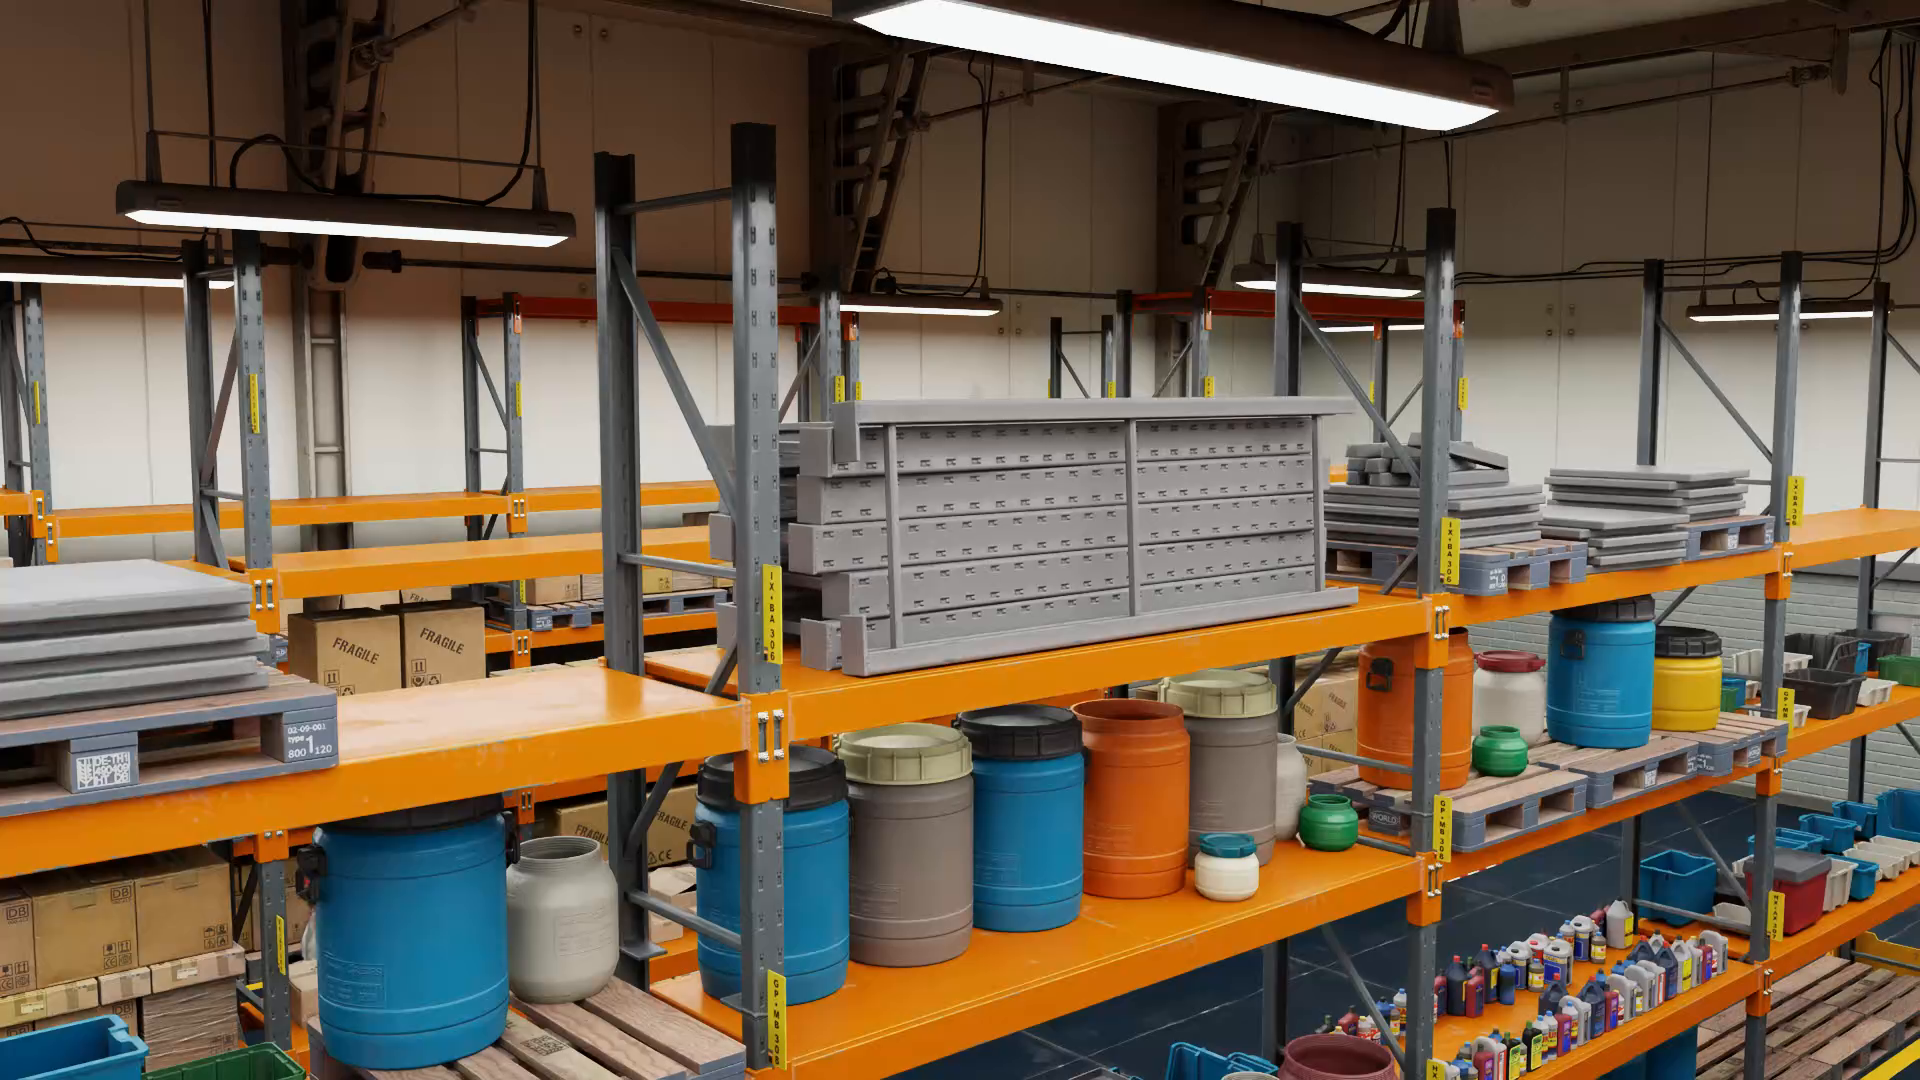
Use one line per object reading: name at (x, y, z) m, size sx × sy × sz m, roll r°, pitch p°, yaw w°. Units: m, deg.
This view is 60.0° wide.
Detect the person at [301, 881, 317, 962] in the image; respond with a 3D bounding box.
person at (-4.461, 3.185, 11.759) m, size 0.639 × 1.739 × 0.536 m, roll 5°, pitch 7°, yaw 43°
